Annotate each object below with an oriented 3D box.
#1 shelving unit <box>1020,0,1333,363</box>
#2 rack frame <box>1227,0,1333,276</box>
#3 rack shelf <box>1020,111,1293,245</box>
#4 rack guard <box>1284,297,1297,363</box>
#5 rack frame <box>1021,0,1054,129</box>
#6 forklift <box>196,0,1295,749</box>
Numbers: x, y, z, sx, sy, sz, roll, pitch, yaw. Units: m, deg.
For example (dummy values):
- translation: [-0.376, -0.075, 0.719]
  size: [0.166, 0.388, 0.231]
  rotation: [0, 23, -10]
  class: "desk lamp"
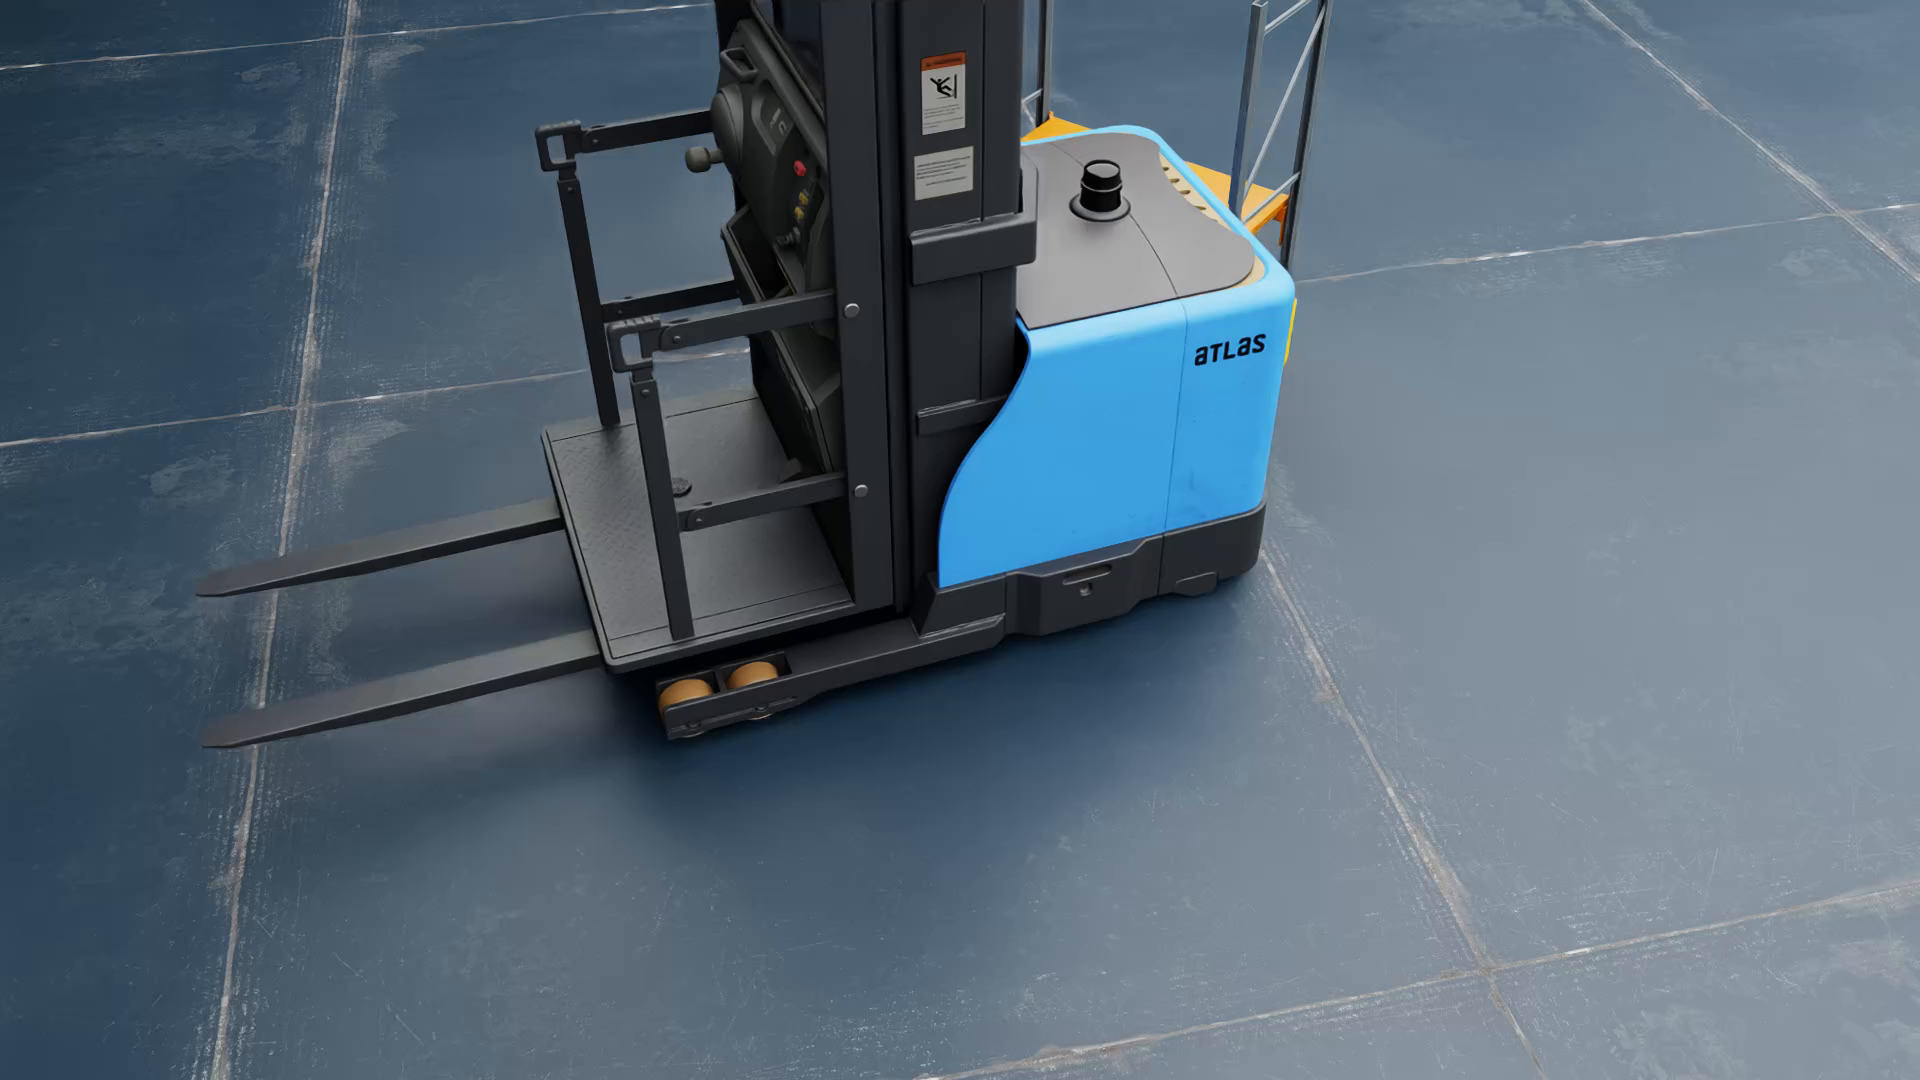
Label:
- translation: [0.580, -1.276, 5.558]
  size: [1.083, 1.500, 0.587]
  rotation: [26, 48, 26]
  class: "shelving unit"
- translation: [0.983, -1.080, 5.337]
  size: [0.032, 1.500, 0.500]
  rotation: [26, 48, 26]
  class: "rack frame"
- translation: [0.573, -1.145, 5.681]
  size: [1.000, 0.185, 0.538]
  rotation: [26, 48, 26]
  class: "rack shelf"
- translation: [0.982, -0.613, 5.753]
  size: [0.087, 0.250, 0.587]
  rotation: [26, 48, 26]
  class: "rack guard"
- translation: [0.163, -1.479, 5.786]
  size: [0.032, 1.500, 0.500]
  rotation: [26, 48, 26]
  class: "rack frame"
- translation: [-0.659, -0.944, 4.106]
  size: [3.031, 2.935, 1.130]
  rotation: [-14, 43, -15]
  class: "forklift"
